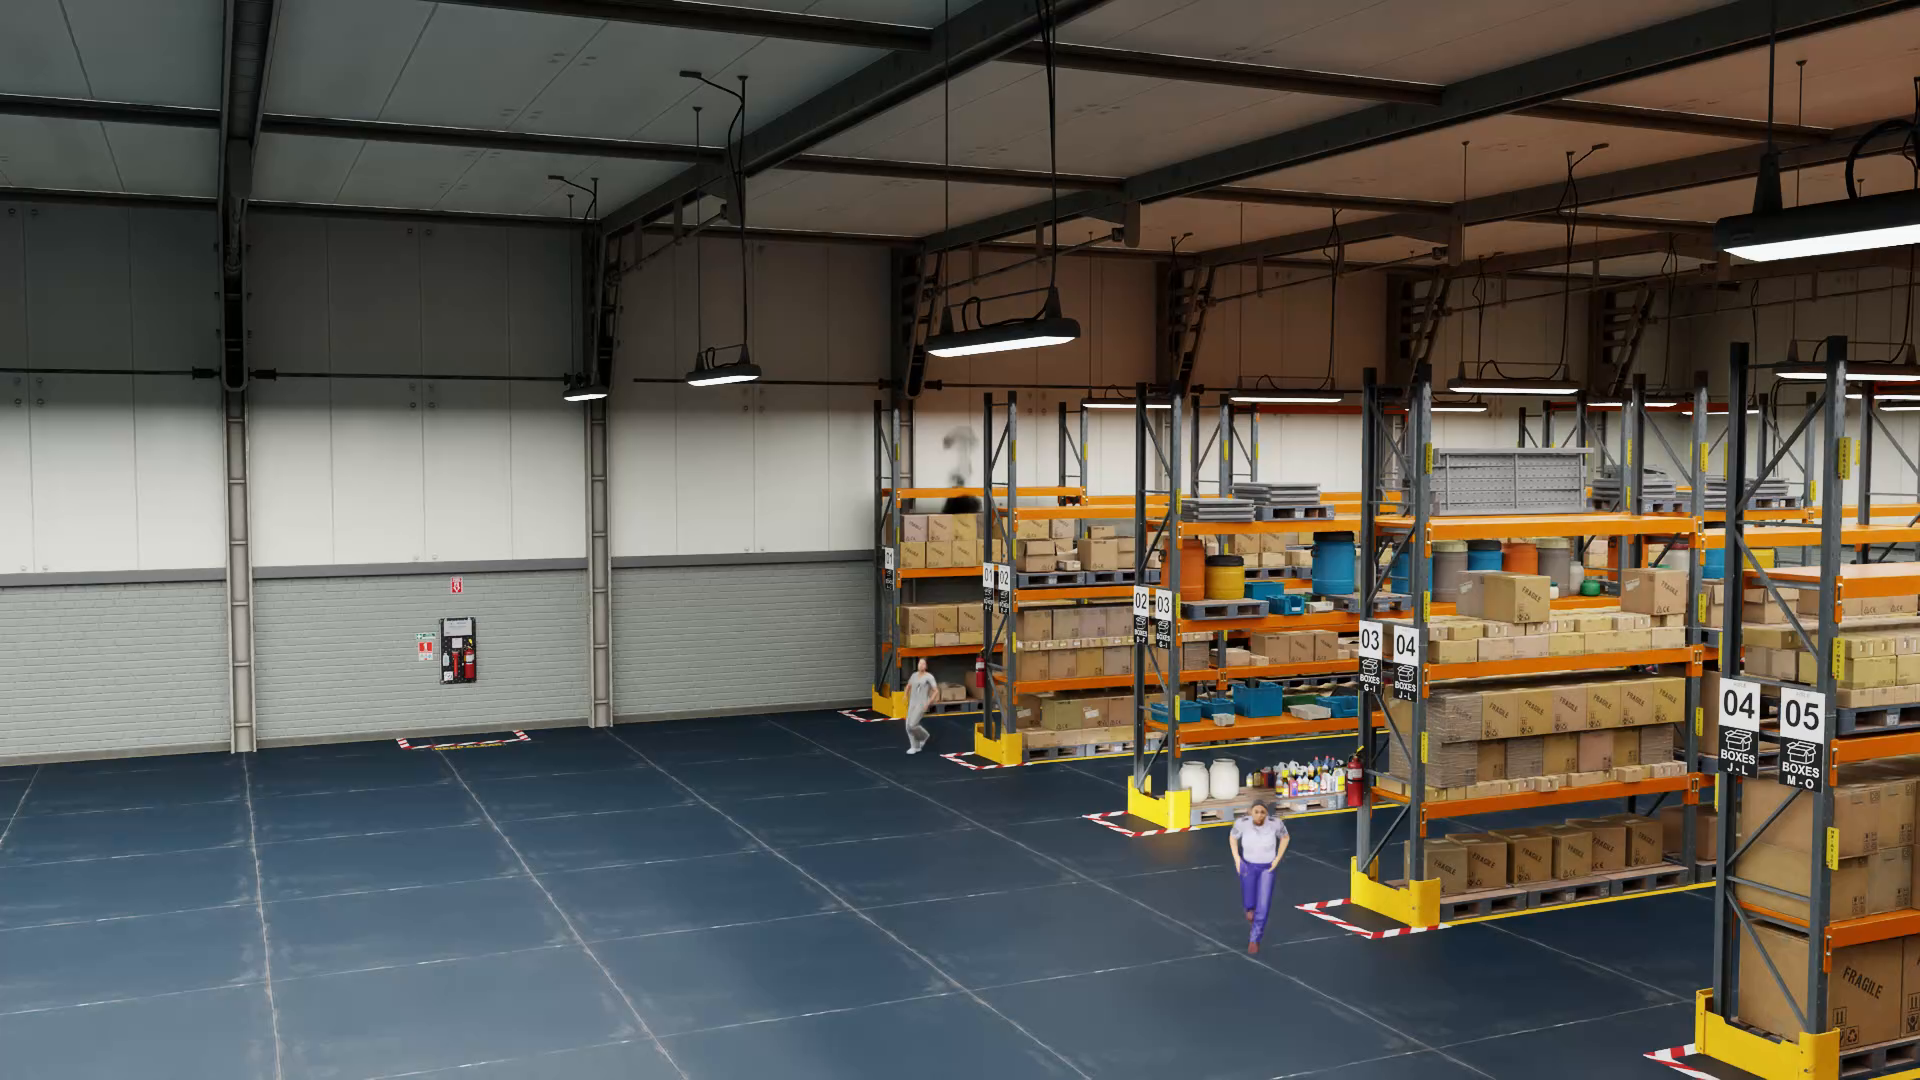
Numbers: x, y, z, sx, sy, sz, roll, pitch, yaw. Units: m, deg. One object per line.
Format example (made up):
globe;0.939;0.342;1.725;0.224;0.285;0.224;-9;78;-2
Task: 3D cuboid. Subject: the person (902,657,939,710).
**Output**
person;-0.689;2.381;27.611;0.615;0.841;0.428;3;4;38

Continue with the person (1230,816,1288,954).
person;3.073;3.483;17.193;0.580;1.446;0.804;0;3;5
